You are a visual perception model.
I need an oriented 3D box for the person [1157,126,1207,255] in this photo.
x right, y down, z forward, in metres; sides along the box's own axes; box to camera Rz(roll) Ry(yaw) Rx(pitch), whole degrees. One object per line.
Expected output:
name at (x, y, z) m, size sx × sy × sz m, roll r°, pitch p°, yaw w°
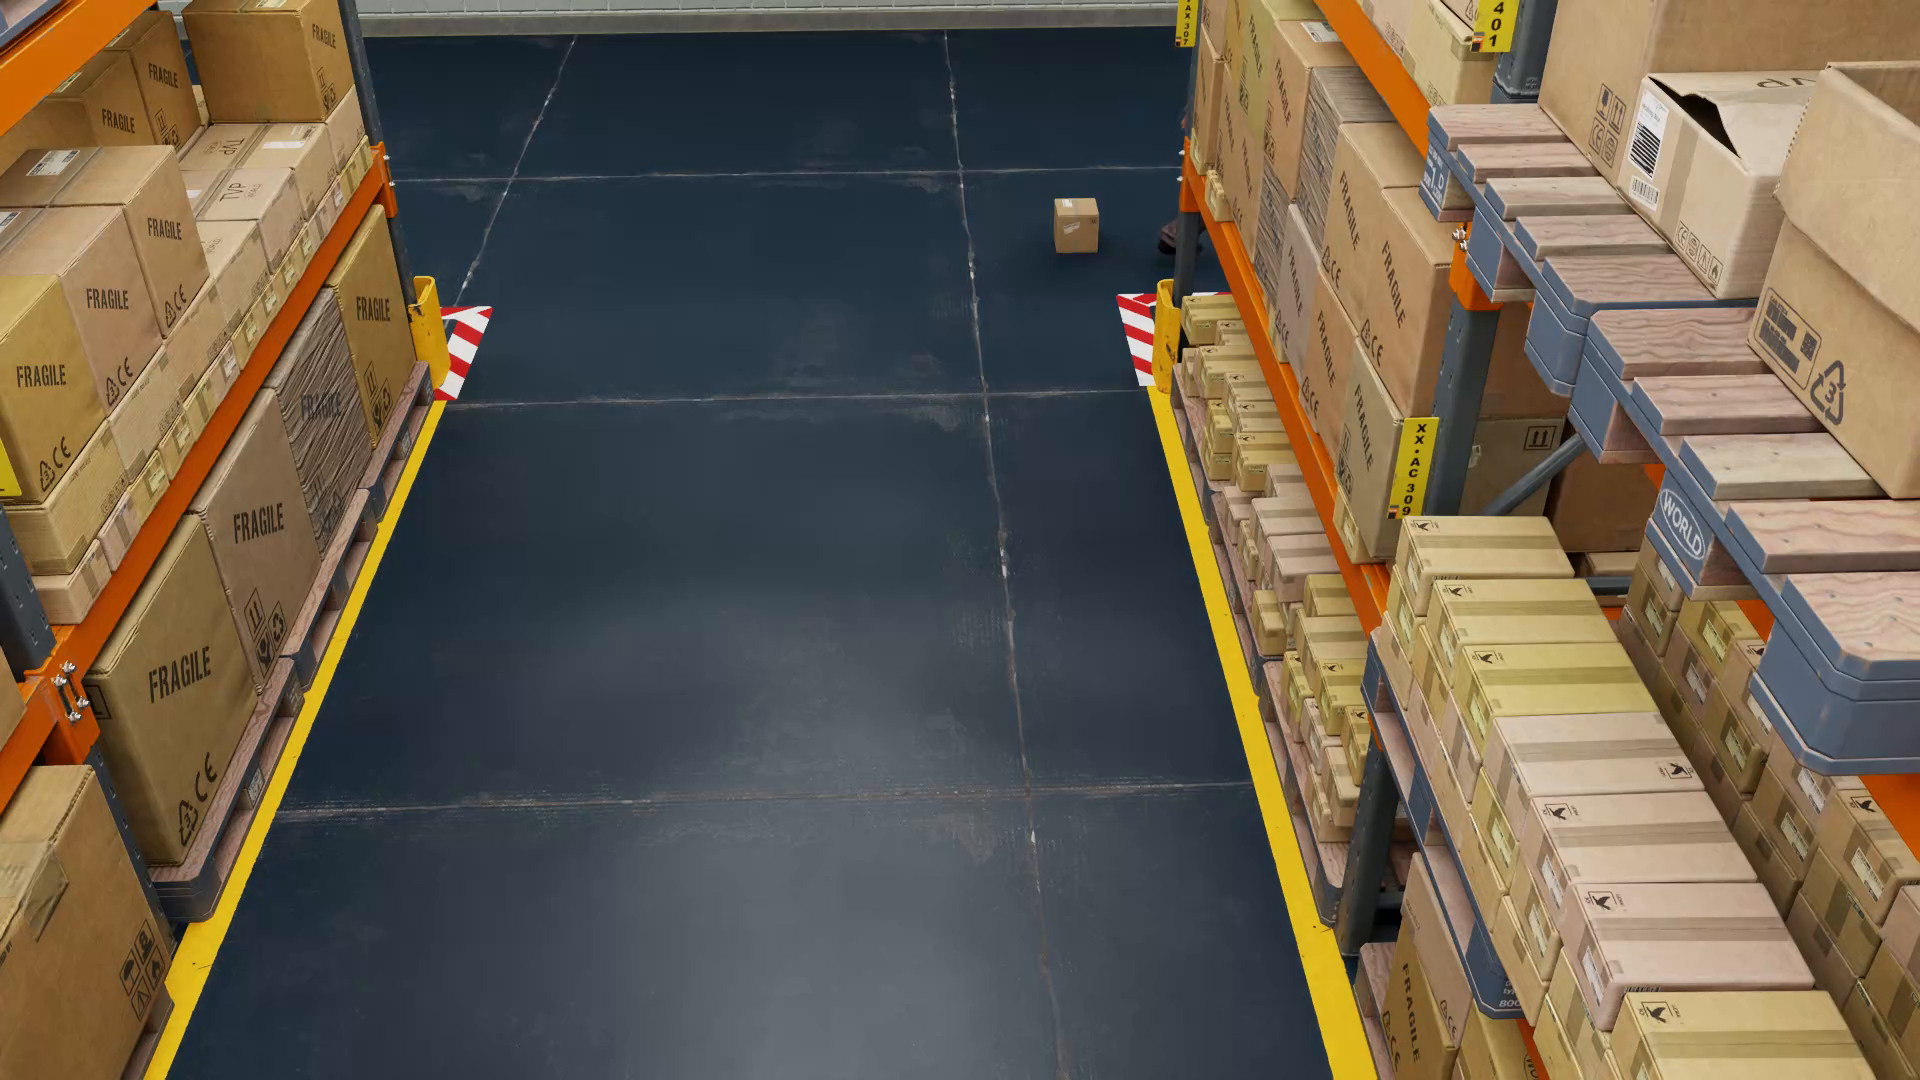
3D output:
person at (1.692, -2.319, 9.511) m, size 1.029 × 1.664 × 0.524 m, roll 3°, pitch 35°, yaw 5°
